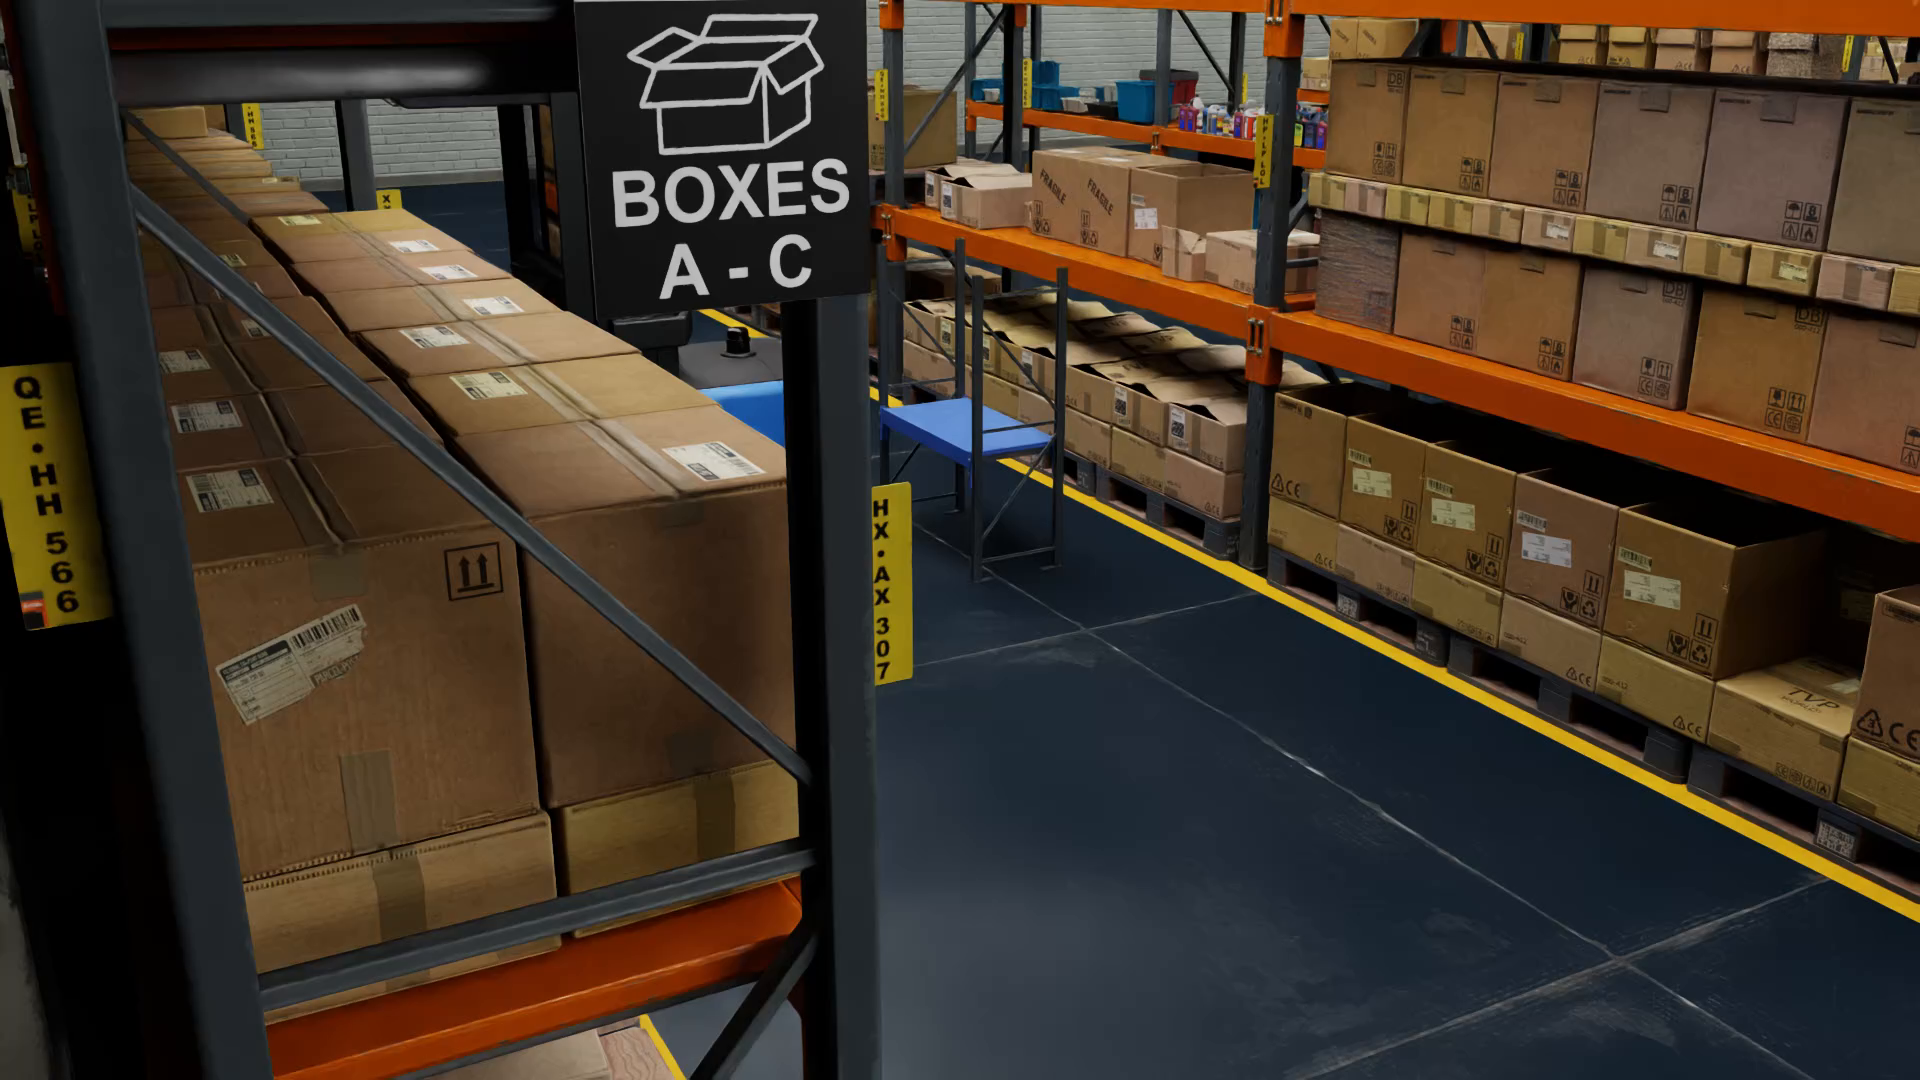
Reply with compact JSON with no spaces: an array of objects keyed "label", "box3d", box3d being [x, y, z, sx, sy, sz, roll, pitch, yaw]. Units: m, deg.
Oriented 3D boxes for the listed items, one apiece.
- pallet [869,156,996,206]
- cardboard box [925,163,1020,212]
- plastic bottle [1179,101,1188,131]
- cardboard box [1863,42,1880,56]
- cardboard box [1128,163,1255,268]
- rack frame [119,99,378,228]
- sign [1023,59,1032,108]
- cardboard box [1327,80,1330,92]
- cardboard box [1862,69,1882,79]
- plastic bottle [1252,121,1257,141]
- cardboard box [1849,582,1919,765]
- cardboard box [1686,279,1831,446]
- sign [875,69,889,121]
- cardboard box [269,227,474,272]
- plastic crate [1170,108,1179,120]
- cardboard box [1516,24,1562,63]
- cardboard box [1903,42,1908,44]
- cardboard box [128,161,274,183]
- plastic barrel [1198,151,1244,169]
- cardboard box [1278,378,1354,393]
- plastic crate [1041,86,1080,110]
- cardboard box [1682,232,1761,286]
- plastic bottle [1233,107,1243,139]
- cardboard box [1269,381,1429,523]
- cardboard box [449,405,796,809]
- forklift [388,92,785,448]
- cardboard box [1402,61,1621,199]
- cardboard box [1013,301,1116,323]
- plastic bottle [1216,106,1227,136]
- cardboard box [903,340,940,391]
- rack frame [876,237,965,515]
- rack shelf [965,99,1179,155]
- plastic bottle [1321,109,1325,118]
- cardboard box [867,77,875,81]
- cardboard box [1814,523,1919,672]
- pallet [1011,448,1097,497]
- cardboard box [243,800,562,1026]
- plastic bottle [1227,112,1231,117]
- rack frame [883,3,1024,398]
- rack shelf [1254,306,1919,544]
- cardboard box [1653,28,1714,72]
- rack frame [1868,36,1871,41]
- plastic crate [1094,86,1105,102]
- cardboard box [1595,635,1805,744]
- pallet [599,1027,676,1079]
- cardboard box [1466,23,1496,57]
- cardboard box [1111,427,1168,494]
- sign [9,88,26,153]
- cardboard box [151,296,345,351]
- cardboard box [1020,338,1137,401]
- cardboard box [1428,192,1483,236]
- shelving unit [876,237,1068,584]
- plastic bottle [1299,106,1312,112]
[{"label":"pallet","box3d":[-0.422,-2.592,11.916,1.213,0.211,1.003,-10,21,-27]},{"label":"cardboard box","box3d":[0.096,-2.346,11.045,0.500,0.311,0.500,-9,21,-23]},{"label":"plastic bottle","box3d":[2.222,-4.187,16.423,0.061,0.283,0.133,-10,21,-27]},{"label":"cardboard box","box3d":[11.115,-6.018,20.378,0.380,0.149,0.250,-9,21,-25]},{"label":"cardboard box","box3d":[1.261,-1.772,9.093,0.500,0.500,0.500,-8,21,-23]},{"label":"rack frame","box3d":[-2.497,-0.583,5.798,1.000,3.000,0.127,-10,21,-27]},{"label":"sign","box3d":[0.449,-3.133,11.416,0.100,0.325,0.005,-10,21,-27]},{"label":"cardboard box","box3d":[5.006,-5.910,21.624,0.380,0.149,0.250,-11,22,-28]},{"label":"cardboard box","box3d":[11.230,-5.665,20.267,0.380,0.149,0.250,-10,21,-26]},{"label":"plastic bottle","box3d":[2.779,-3.825,15.498,0.097,0.201,0.097,0,19,0]},{"label":"cardboard box","box3d":[3.244,0.436,5.267,0.500,0.500,0.500,-10,21,-27]},{"label":"cardboard box","box3d":[3.066,-0.679,5.925,0.700,0.500,0.500,-10,21,-26]},{"label":"sign","box3d":[-0.511,-2.922,10.925,0.100,0.325,0.005,-10,21,-27]},{"label":"cardboard box","box3d":[-1.758,-0.645,5.030,0.500,0.500,0.500,-10,21,-27]},{"label":"plastic crate","box3d":[2.328,-4.473,17.385,0.396,0.136,0.243,-10,21,-27]},{"label":"cardboard box","box3d":[6.780,-5.782,19.491,0.500,0.500,0.500,-10,21,-27]},{"label":"cardboard box","box3d":[11.807,-6.045,20.456,0.380,0.149,0.250,-11,22,-28]},{"label":"cardboard box","box3d":[-3.307,-1.335,7.151,0.700,0.500,0.500,-7,20,-19]},{"label":"plastic barrel","box3d":[2.667,-3.461,16.714,0.600,0.901,0.708,-10,21,-27]},{"label":"cardboard box","box3d":[1.884,-0.672,8.769,0.500,0.311,0.500,-10,21,-26]},{"label":"plastic crate","box3d":[1.119,-4.925,18.548,0.416,0.233,0.300,-10,21,-27]},{"label":"cardboard box","box3d":[2.795,-1.008,5.884,0.380,0.149,0.250,-9,21,-25]},{"label":"plastic bottle","box3d":[2.644,-3.932,15.684,0.061,0.283,0.133,-10,21,-27]},{"label":"cardboard box","box3d":[1.806,-0.423,7.756,0.500,0.500,0.500,-10,21,-27]},{"label":"cardboard box","box3d":[-0.559,0.089,2.901,0.500,0.500,0.500,-10,21,-27]},{"label":"forklift","box3d":[-2.049,-1.057,7.279,3.031,2.935,1.130,-9,21,-25]},{"label":"cardboard box","box3d":[2.319,-1.740,7.011,0.700,0.500,0.500,-10,21,-27]},{"label":"cardboard box","box3d":[0.680,-1.403,10.886,0.500,0.311,0.500,-10,22,-27]},{"label":"plastic bottle","box3d":[2.513,-4.018,15.952,0.097,0.271,0.097,0,19,0]},{"label":"cardboard box","box3d":[-0.048,-1.202,11.165,0.500,0.250,0.500,-10,21,-27]},{"label":"rack frame","box3d":[-0.201,-0.830,8.816,0.500,1.500,0.032,-10,21,-27]},{"label":"rack shelf","box3d":[1.474,-4.648,18.682,1.077,0.370,4.000,-10,21,-27]},{"label":"plastic bottle","box3d":[3.381,-3.910,15.639,0.097,0.271,0.097,0,19,0]},{"label":"cardboard box","box3d":[-1.044,-3.396,13.153,0.700,0.500,0.500,-17,25,-40]},{"label":"cardboard box","box3d":[3.463,0.212,5.916,0.500,0.500,0.500,-10,21,-27]},{"label":"pallet","box3d":[0.894,-0.589,10.091,1.003,0.211,1.213,-10,21,-27]},{"label":"cardboard box","box3d":[-0.990,0.523,2.793,0.500,0.250,0.500,-10,21,-26]},{"label":"plastic bottle","box3d":[2.583,-4.048,16.144,0.097,0.201,0.097,0,19,0]},{"label":"rack frame","box3d":[-0.038,-2.499,11.353,1.000,3.000,0.127,-10,21,-27]},{"label":"rack shelf","box3d":[2.811,-0.437,6.478,1.077,0.370,4.000,-10,21,-27]},{"label":"cardboard box","box3d":[7.717,-5.145,17.330,0.797,0.503,0.637,-9,21,-25]},{"label":"rack frame","box3d":[11.195,-5.920,21.266,1.000,3.000,0.127,-10,21,-27]},{"label":"plastic crate","box3d":[1.725,-4.961,18.652,0.416,0.233,0.300,-10,21,-27]},{"label":"cardboard box","box3d":[2.759,0.505,6.216,0.500,0.250,0.500,-10,21,-27]},{"label":"pallet","box3d":[-0.988,1.623,3.680,1.003,0.211,1.213,-10,21,-27]},{"label":"cardboard box","box3d":[6.094,-5.840,19.659,0.500,0.500,0.500,-10,21,-26]},{"label":"cardboard box","box3d":[1.171,-0.469,9.041,0.500,0.250,0.500,-10,22,-27]},{"label":"sign","box3d":[-4.883,-2.191,8.685,0.100,0.325,0.005,-10,21,-27]},{"label":"cardboard box","box3d":[-1.727,-0.268,3.936,0.500,0.500,0.500,-10,21,-26]},{"label":"cardboard box","box3d":[0.694,-1.023,9.788,0.500,0.311,0.500,-10,22,-27]},{"label":"cardboard box","box3d":[2.187,-1.377,6.952,0.380,0.149,0.250,-10,22,-27]},{"label":"shelving unit","box3d":[0.041,-0.684,8.393,0.538,1.500,1.048,-10,21,-27]},{"label":"plastic bottle","box3d":[3.308,-4.042,16.015,0.152,0.276,0.135,-10,21,-27]}]
